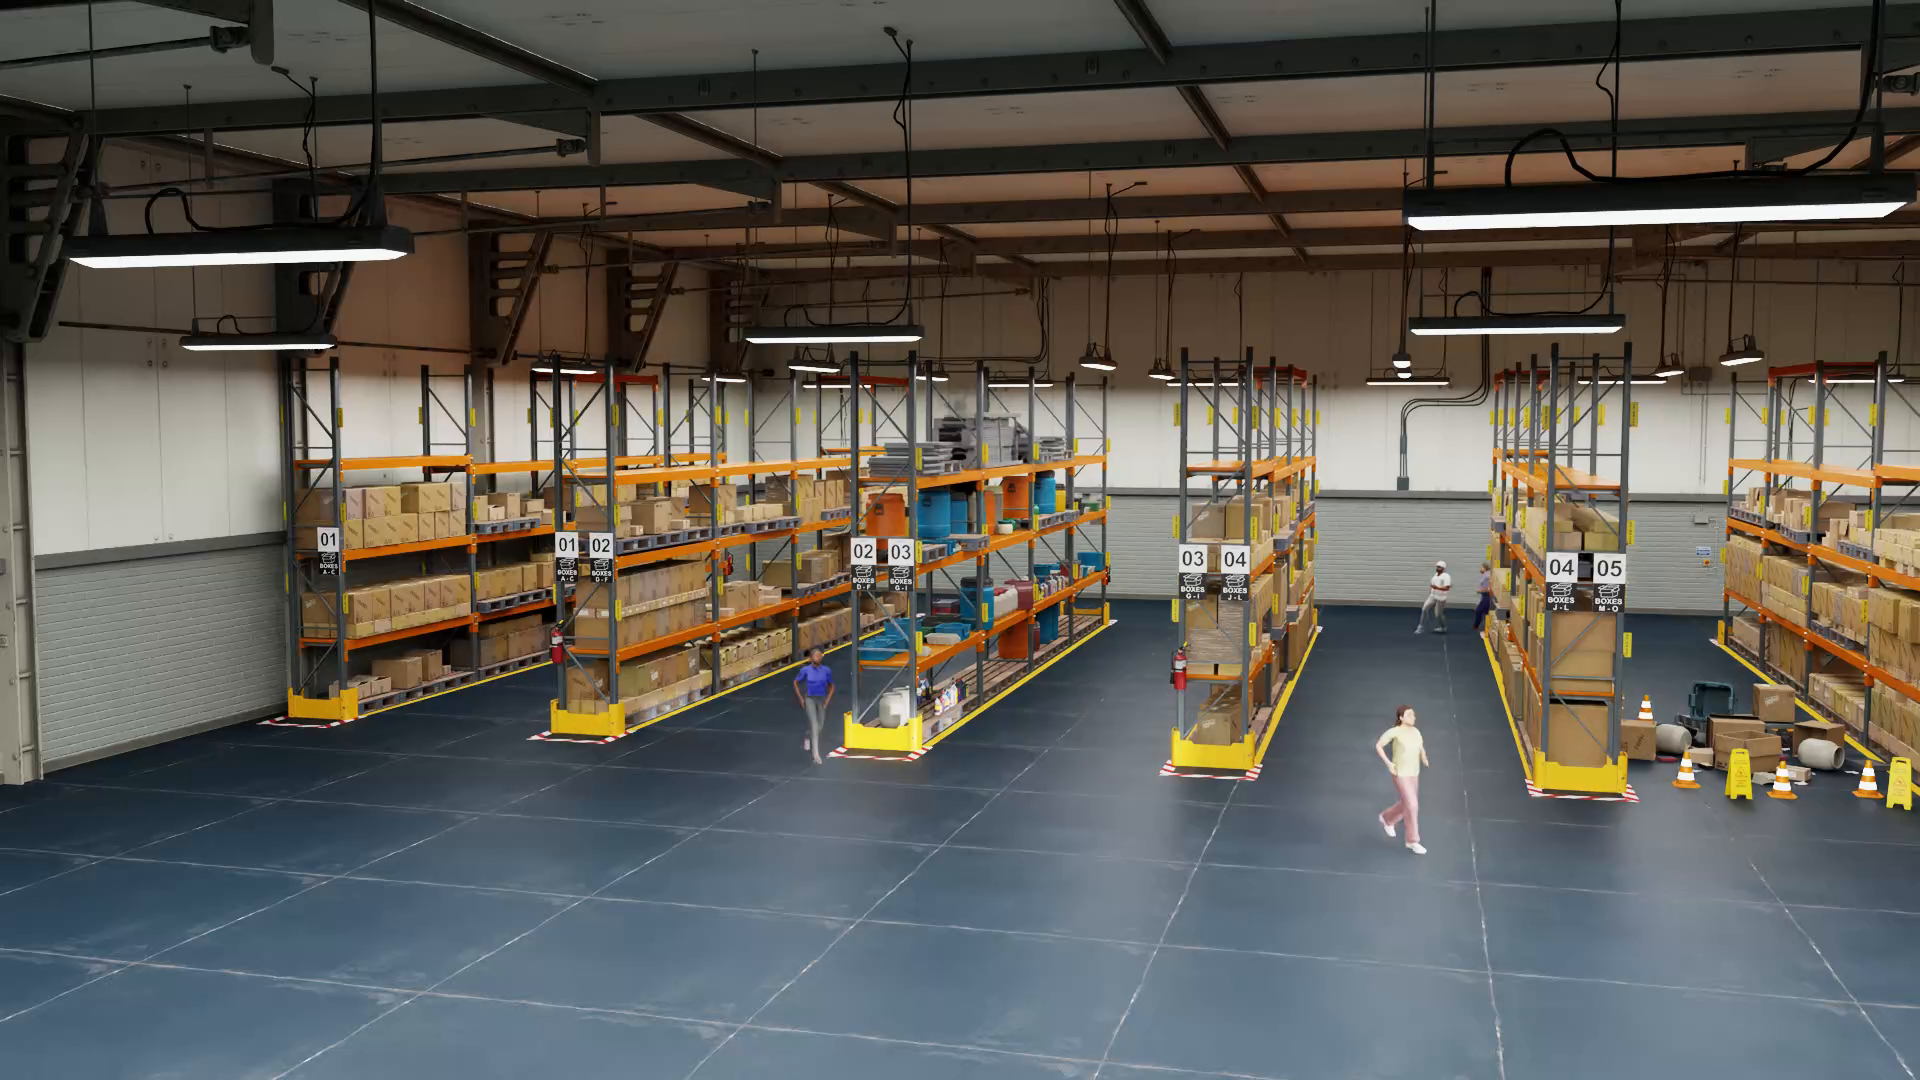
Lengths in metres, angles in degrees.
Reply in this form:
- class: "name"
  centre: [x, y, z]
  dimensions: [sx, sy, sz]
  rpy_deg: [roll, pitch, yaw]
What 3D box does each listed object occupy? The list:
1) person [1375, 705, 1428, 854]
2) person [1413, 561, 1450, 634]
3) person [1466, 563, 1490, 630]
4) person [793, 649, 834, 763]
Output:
- class: "person"
  centre: [5.159, 2.755, 19.400]
  dimensions: [0.591, 1.654, 0.822]
  rpy_deg: [-2, 5, -30]
- class: "person"
  centre: [11.040, 1.346, 38.490]
  dimensions: [0.899, 1.723, 0.699]
  rpy_deg: [-2, 5, -27]
- class: "person"
  centre: [12.319, 1.337, 39.212]
  dimensions: [0.730, 1.590, 0.918]
  rpy_deg: [1, 4, 8]
- class: "person"
  centre: [-2.131, 2.416, 24.440]
  dimensions: [0.595, 1.643, 0.746]
  rpy_deg: [-2, 5, -23]
